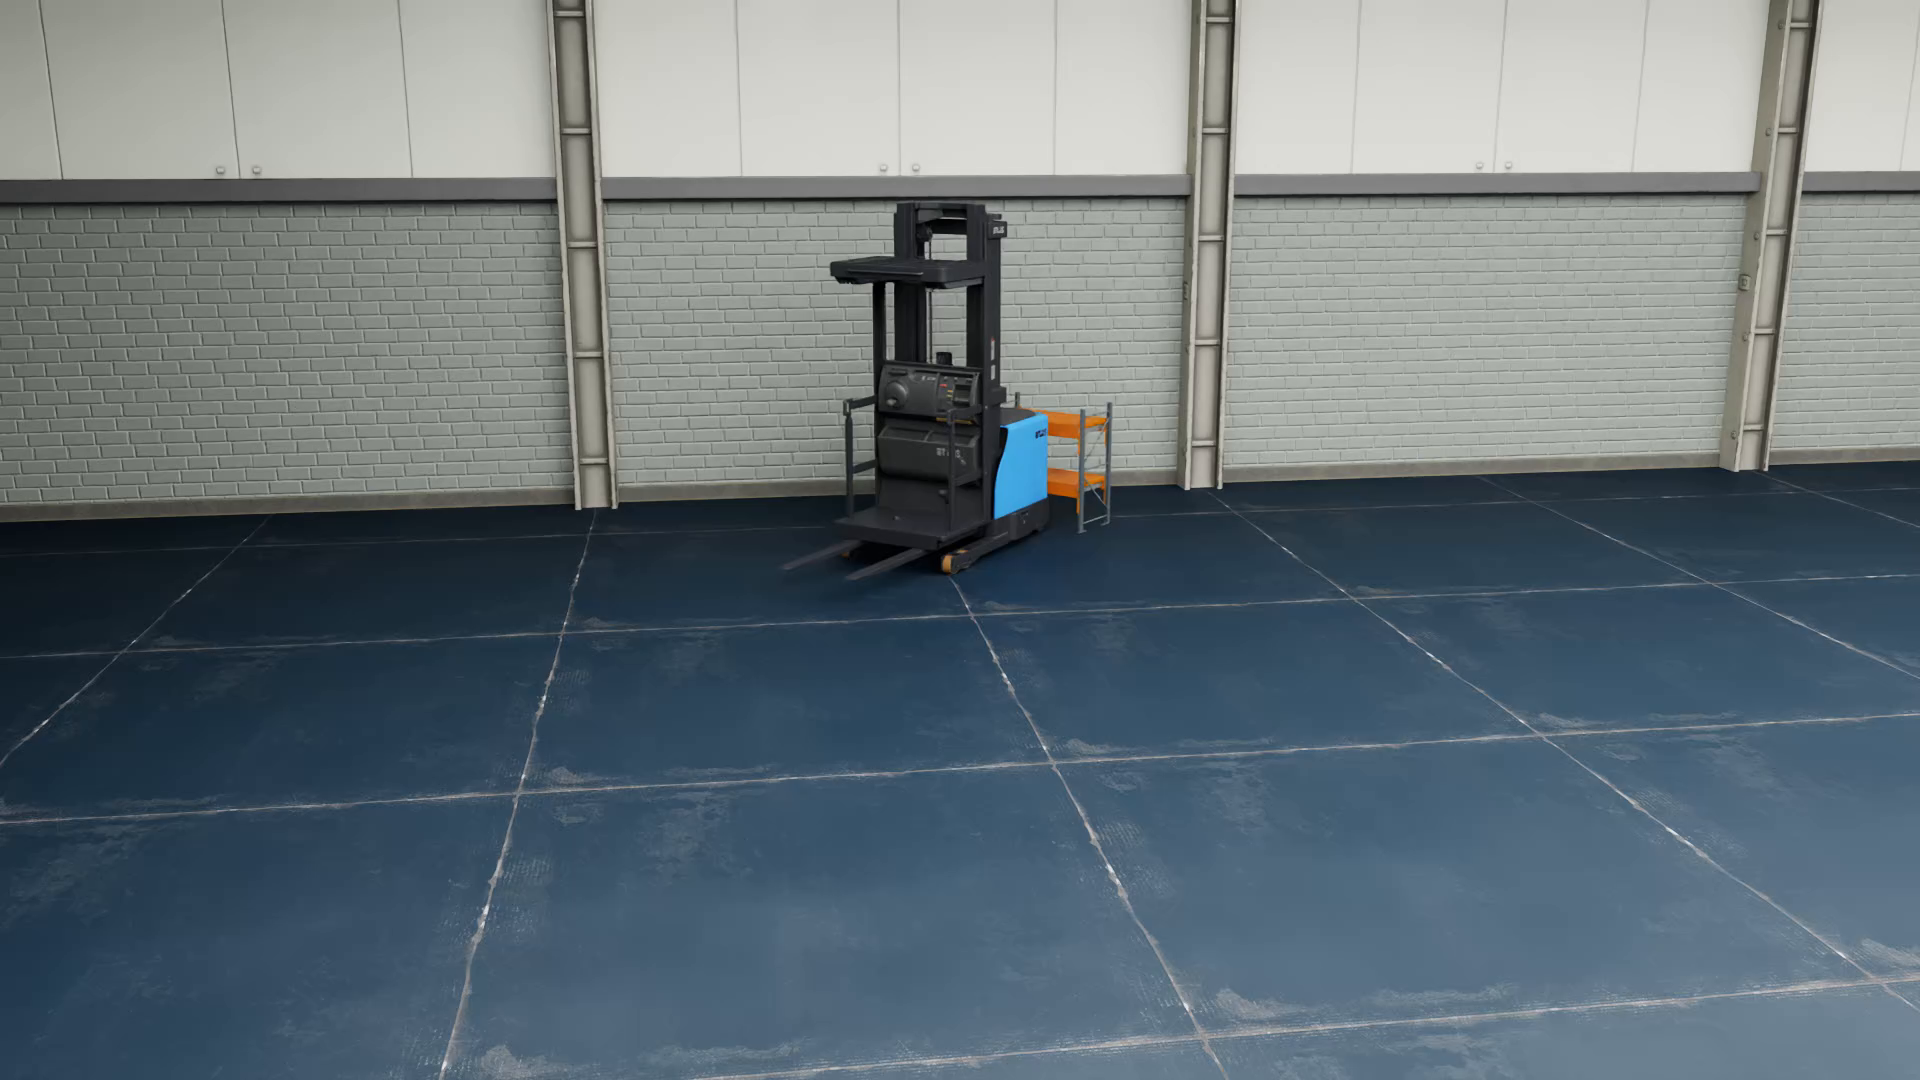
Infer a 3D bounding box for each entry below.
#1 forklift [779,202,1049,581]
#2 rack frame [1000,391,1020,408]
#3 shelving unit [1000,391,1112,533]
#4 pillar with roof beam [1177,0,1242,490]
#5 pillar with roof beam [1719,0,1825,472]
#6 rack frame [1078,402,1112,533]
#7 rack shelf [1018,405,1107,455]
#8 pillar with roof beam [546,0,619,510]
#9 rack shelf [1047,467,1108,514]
[{"bbox_3d":[-0.366,-1.263,13.732,1.130,2.935,3.031,8,16,29],"label":"forklift"},{"bbox_3d":[0.405,-0.804,15.614,0.032,1.125,0.500,10,17,35],"label":"rack frame"},{"bbox_3d":[0.814,-0.730,15.321,1.048,1.125,0.538,10,17,35],"label":"shelving unit"},{"bbox_3d":[3.074,-3.878,11.687,0.400,9.000,9.100,-2,14,-8],"label":"pillar with roof beam"},{"bbox_3d":[9.007,-4.096,12.554,0.400,9.000,9.100,-2,14,-8],"label":"pillar with roof beam"},{"bbox_3d":[1.222,-0.657,15.028,0.032,1.125,0.500,10,17,35],"label":"rack frame"},{"bbox_3d":[0.814,-1.014,15.250,1.000,0.278,0.538,10,17,35],"label":"rack shelf"},{"bbox_3d":[-2.859,-3.661,10.820,0.400,9.000,9.100,-2,14,-8],"label":"pillar with roof beam"},{"bbox_3d":[0.814,-0.493,15.380,1.000,0.278,0.538,10,17,35],"label":"rack shelf"}]
